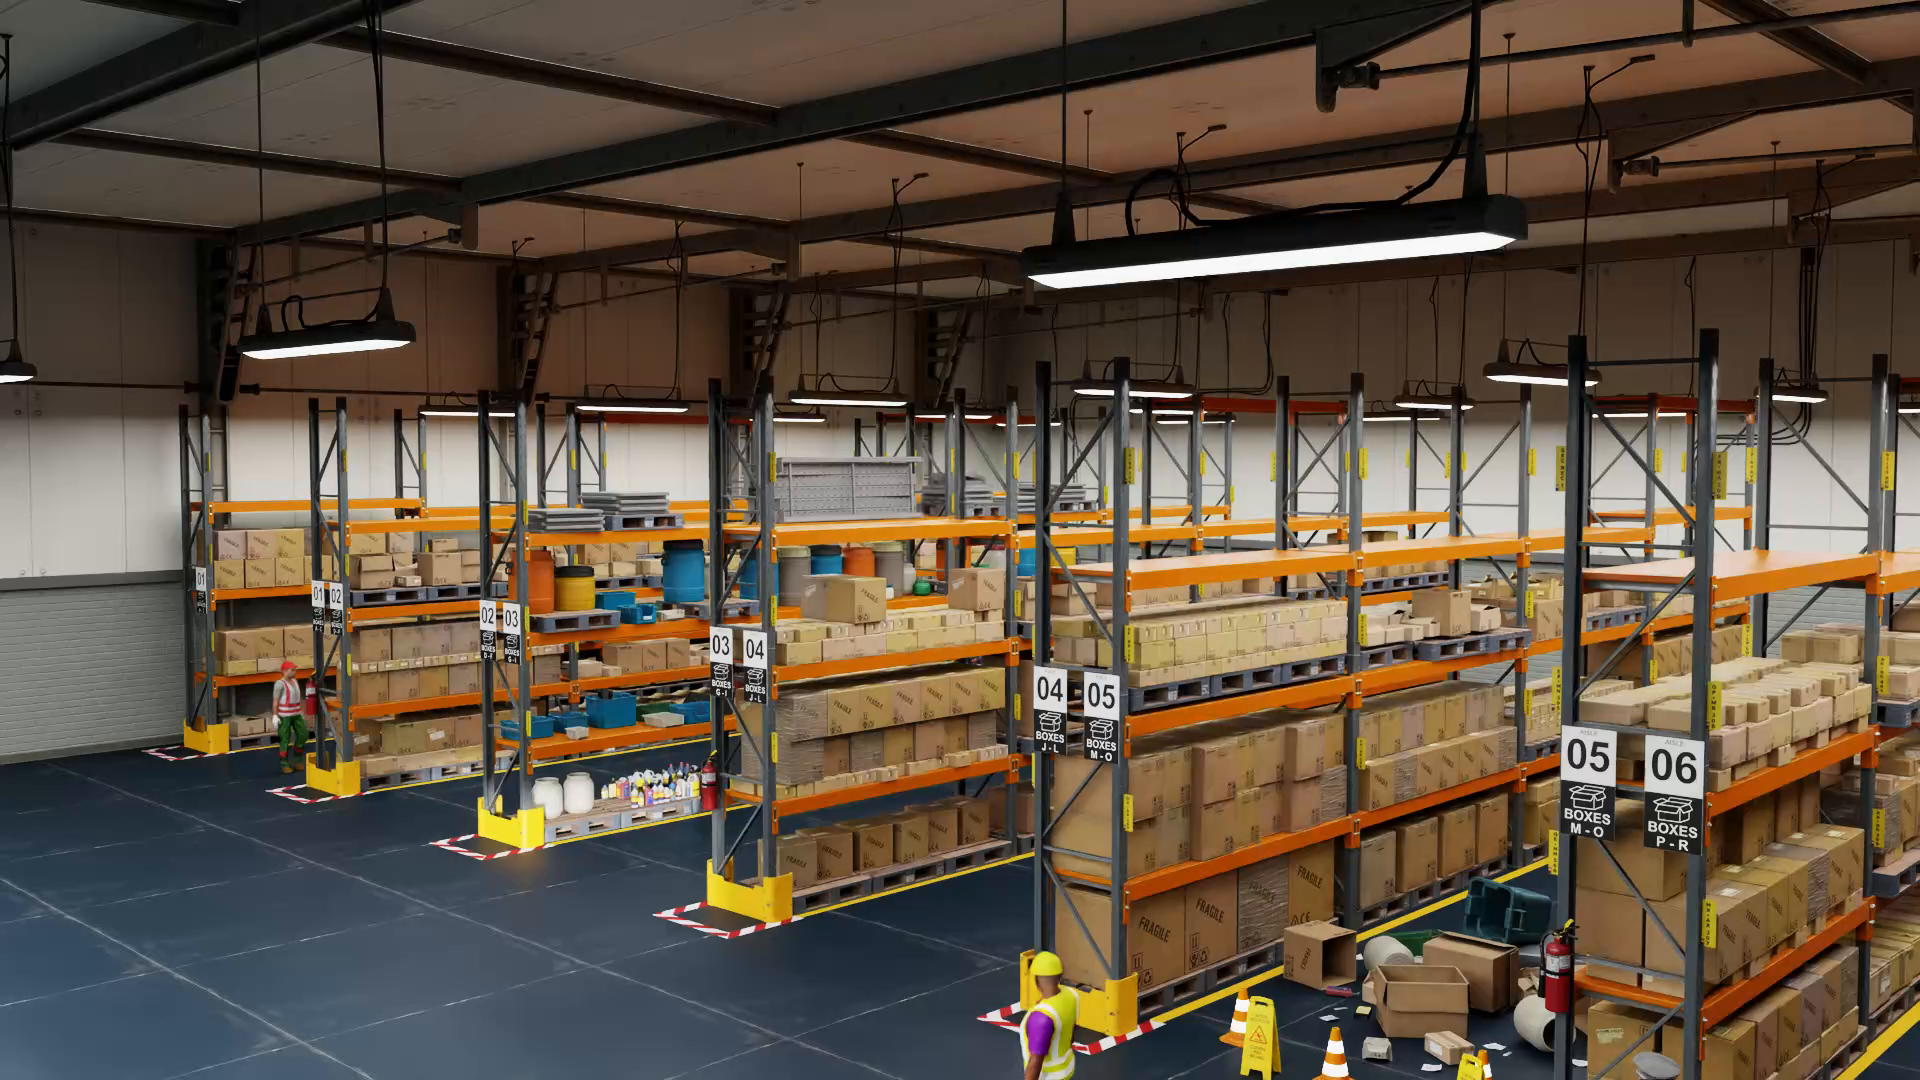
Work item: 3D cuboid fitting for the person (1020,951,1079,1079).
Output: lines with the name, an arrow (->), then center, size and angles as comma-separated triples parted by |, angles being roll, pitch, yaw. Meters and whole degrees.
person -> 0.586, 3.684, 11.354 | 0.445, 1.796, 0.667 | 1, 3, 18

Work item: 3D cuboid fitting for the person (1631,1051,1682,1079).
person -> 3.964, 3.819, 9.712 | 0.481, 1.687, 0.549 | 1, 3, 21

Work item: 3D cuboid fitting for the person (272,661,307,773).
person -> -10.864, 2.870, 26.935 | 0.374, 1.822, 0.648 | 1, 3, 23
